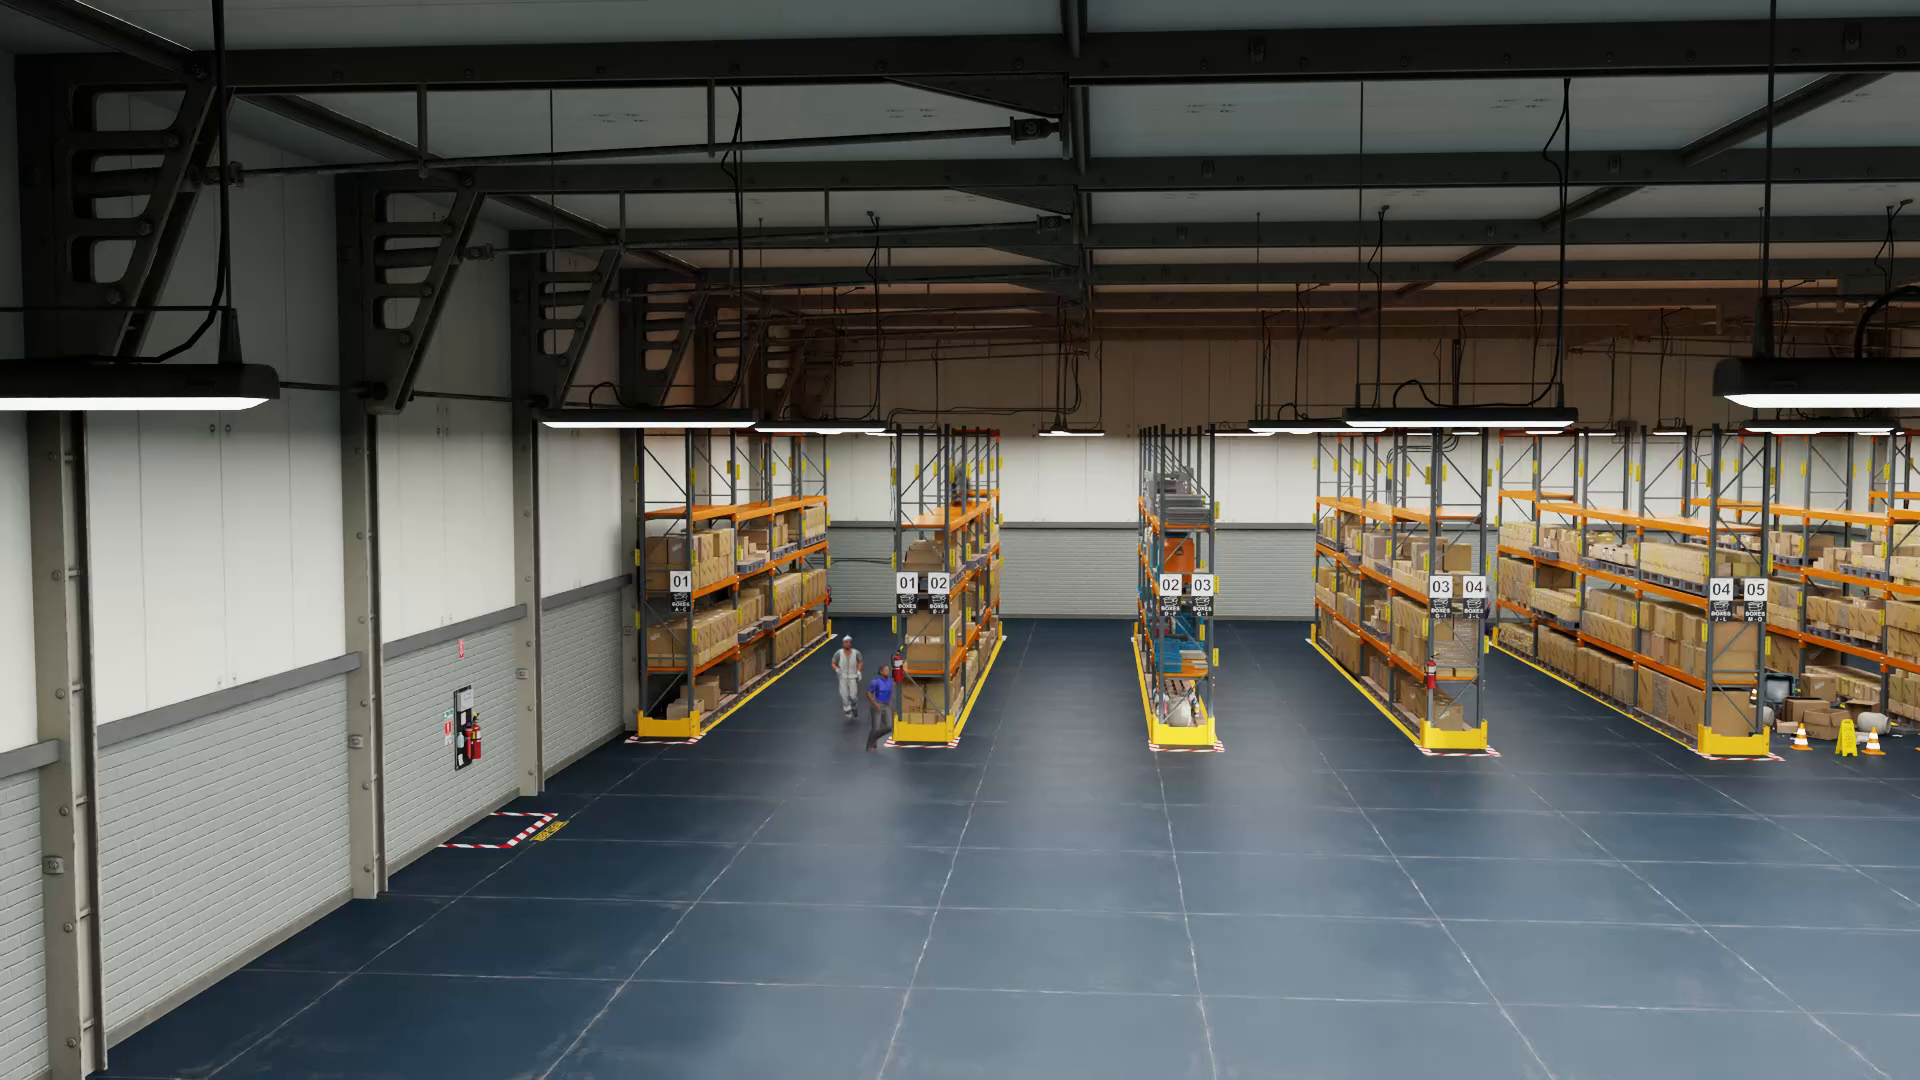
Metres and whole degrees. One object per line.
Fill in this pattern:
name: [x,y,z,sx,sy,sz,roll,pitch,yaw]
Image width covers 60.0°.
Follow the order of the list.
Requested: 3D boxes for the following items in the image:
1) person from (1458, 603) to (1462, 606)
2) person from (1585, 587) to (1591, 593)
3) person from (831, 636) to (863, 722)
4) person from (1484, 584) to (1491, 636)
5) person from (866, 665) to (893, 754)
person: [13.091,2.121,44.552,0.750,1.801,1.012,1,4,11]
person: [16.783,2.139,44.442,0.688,1.755,0.802,0,3,0]
person: [-2.276,2.807,33.555,0.636,1.751,0.615,0,3,-6]
person: [14.849,2.054,47.332,0.478,1.602,0.675,1,4,9]
person: [-1.414,3.083,30.414,0.632,1.600,0.501,-3,4,-39]
